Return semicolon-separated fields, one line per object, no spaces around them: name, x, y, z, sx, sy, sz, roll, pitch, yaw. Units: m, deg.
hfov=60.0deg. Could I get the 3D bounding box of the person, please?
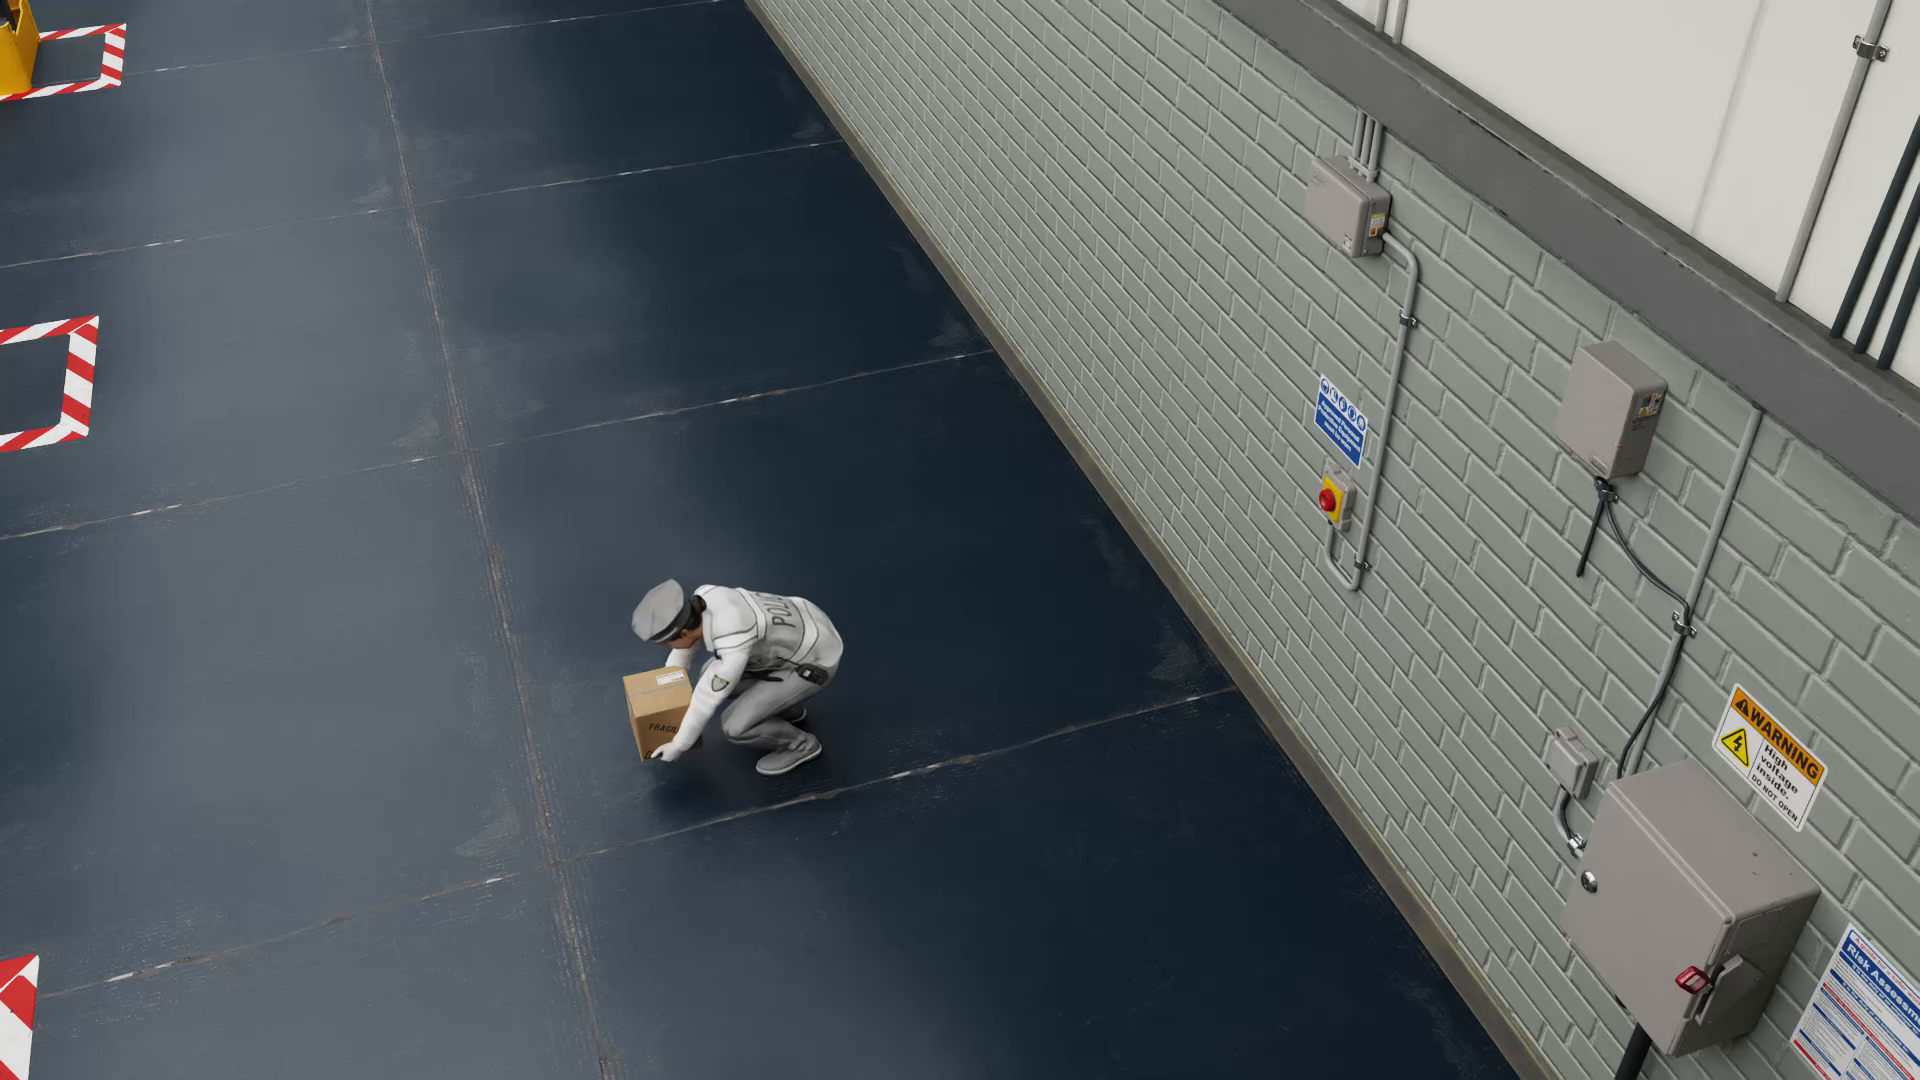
person;-0.886;0.506;6.698;0.841;0.984;0.462;-14;40;-17
